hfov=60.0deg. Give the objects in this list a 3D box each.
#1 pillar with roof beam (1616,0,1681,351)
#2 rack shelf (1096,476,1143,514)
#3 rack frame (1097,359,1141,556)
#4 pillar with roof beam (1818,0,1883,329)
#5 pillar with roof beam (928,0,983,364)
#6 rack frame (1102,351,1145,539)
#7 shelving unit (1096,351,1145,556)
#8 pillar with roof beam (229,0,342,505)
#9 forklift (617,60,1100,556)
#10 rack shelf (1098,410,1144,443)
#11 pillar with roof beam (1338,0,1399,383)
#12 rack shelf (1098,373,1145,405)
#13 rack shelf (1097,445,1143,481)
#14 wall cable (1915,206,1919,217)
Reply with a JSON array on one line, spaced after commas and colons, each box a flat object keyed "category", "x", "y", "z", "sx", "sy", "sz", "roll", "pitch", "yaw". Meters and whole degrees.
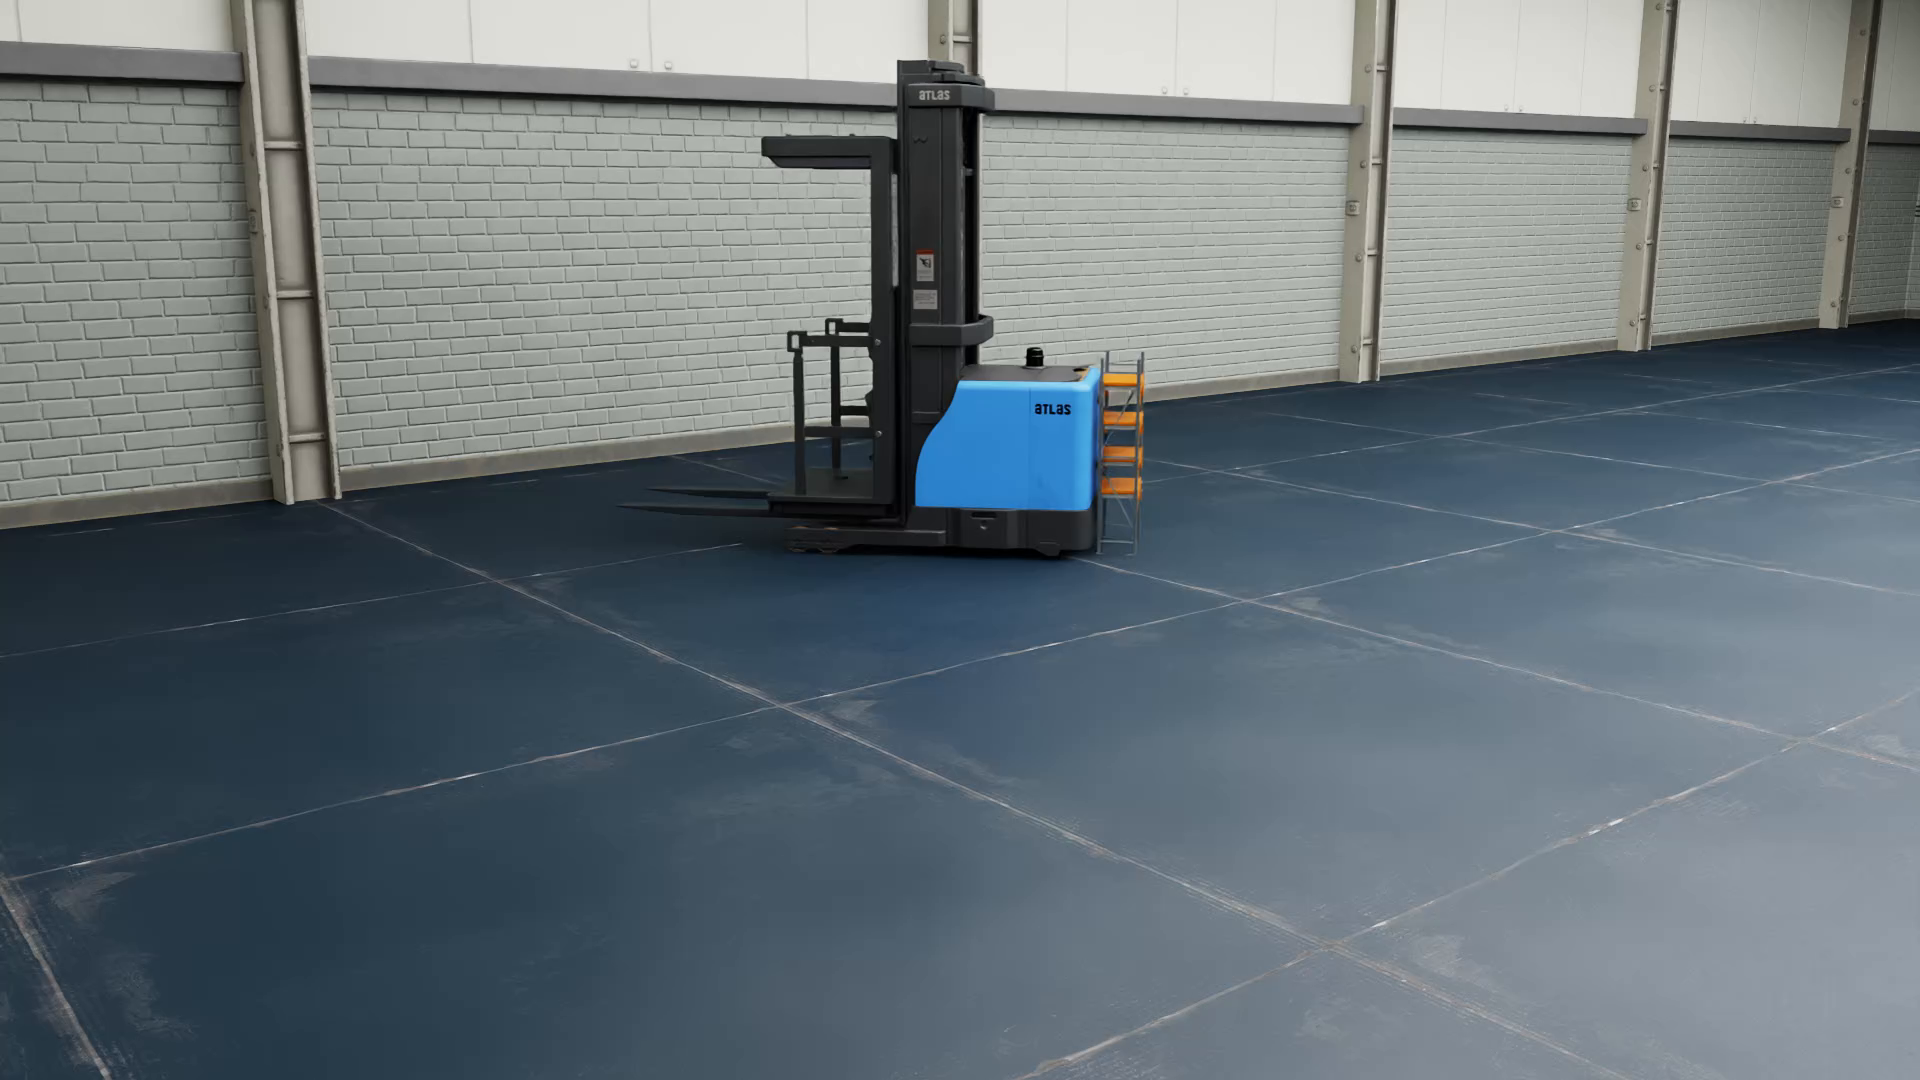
[{"category": "pillar with roof beam", "x": 12.017, "y": -6.341, "z": 18.828, "sx": 0.400, "sy": 9.000, "sz": 9.100, "roll": -9, "pitch": 15, "yaw": -38}, {"category": "rack shelf", "x": 0.997, "y": -0.286, "z": 10.364, "sx": 0.258, "sy": 0.148, "sz": 0.480, "roll": 2, "pitch": 12, "yaw": 8}, {"category": "rack frame", "x": 0.960, "y": -0.496, "z": 10.073, "sx": 0.240, "sy": 1.200, "sz": 0.015, "roll": 2, "pitch": 12, "yaw": 8}, {"category": "pillar with roof beam", "x": 16.702, "y": -7.120, "z": 22.494, "sx": 0.400, "sy": 9.000, "sz": 9.100, "roll": -9, "pitch": 15, "yaw": -38}, {"category": "pillar with roof beam", "x": 2.647, "y": -4.784, "z": 11.495, "sx": 0.400, "sy": 9.000, "sz": 9.100, "roll": -9, "pitch": 15, "yaw": -38}, {"category": "rack frame", "x": 1.034, "y": -0.596, "z": 10.545, "sx": 0.240, "sy": 1.200, "sz": 0.015, "roll": 2, "pitch": 12, "yaw": 8}, {"category": "shelving unit", "x": 0.997, "y": -0.546, "z": 10.309, "sx": 0.258, "sy": 1.200, "sz": 0.503, "roll": 2, "pitch": 12, "yaw": 8}, {"category": "pillar with roof beam", "x": -2.039, "y": -4.006, "z": 7.828, "sx": 0.400, "sy": 9.000, "sz": 9.100, "roll": -9, "pitch": 15, "yaw": -38}, {"category": "forklift", "x": -0.640, "y": -1.454, "z": 10.420, "sx": 3.031, "sy": 2.935, "sz": 1.130, "roll": 2, "pitch": 12, "yaw": 9}, {"category": "rack shelf", "x": 0.998, "y": -0.699, "z": 10.277, "sx": 0.258, "sy": 0.148, "sz": 0.480, "roll": 2, "pitch": 12, "yaw": 8}, {"category": "pillar with roof beam", "x": 7.332, "y": -5.563, "z": 15.161, "sx": 0.400, "sy": 9.000, "sz": 9.100, "roll": -9, "pitch": 15, "yaw": -38}, {"category": "rack shelf", "x": 0.998, "y": -0.930, "z": 10.227, "sx": 0.258, "sy": 0.148, "sz": 0.480, "roll": 2, "pitch": 12, "yaw": 8}, {"category": "rack shelf", "x": 0.997, "y": -0.480, "z": 10.323, "sx": 0.258, "sy": 0.148, "sz": 0.480, "roll": 2, "pitch": 12, "yaw": 8}, {"category": "wall cable", "x": 17.139, "y": -6.467, "z": 26.895, "sx": 0.112, "sy": 2.526, "sz": 3.097, "roll": -9, "pitch": 15, "yaw": -38}]
